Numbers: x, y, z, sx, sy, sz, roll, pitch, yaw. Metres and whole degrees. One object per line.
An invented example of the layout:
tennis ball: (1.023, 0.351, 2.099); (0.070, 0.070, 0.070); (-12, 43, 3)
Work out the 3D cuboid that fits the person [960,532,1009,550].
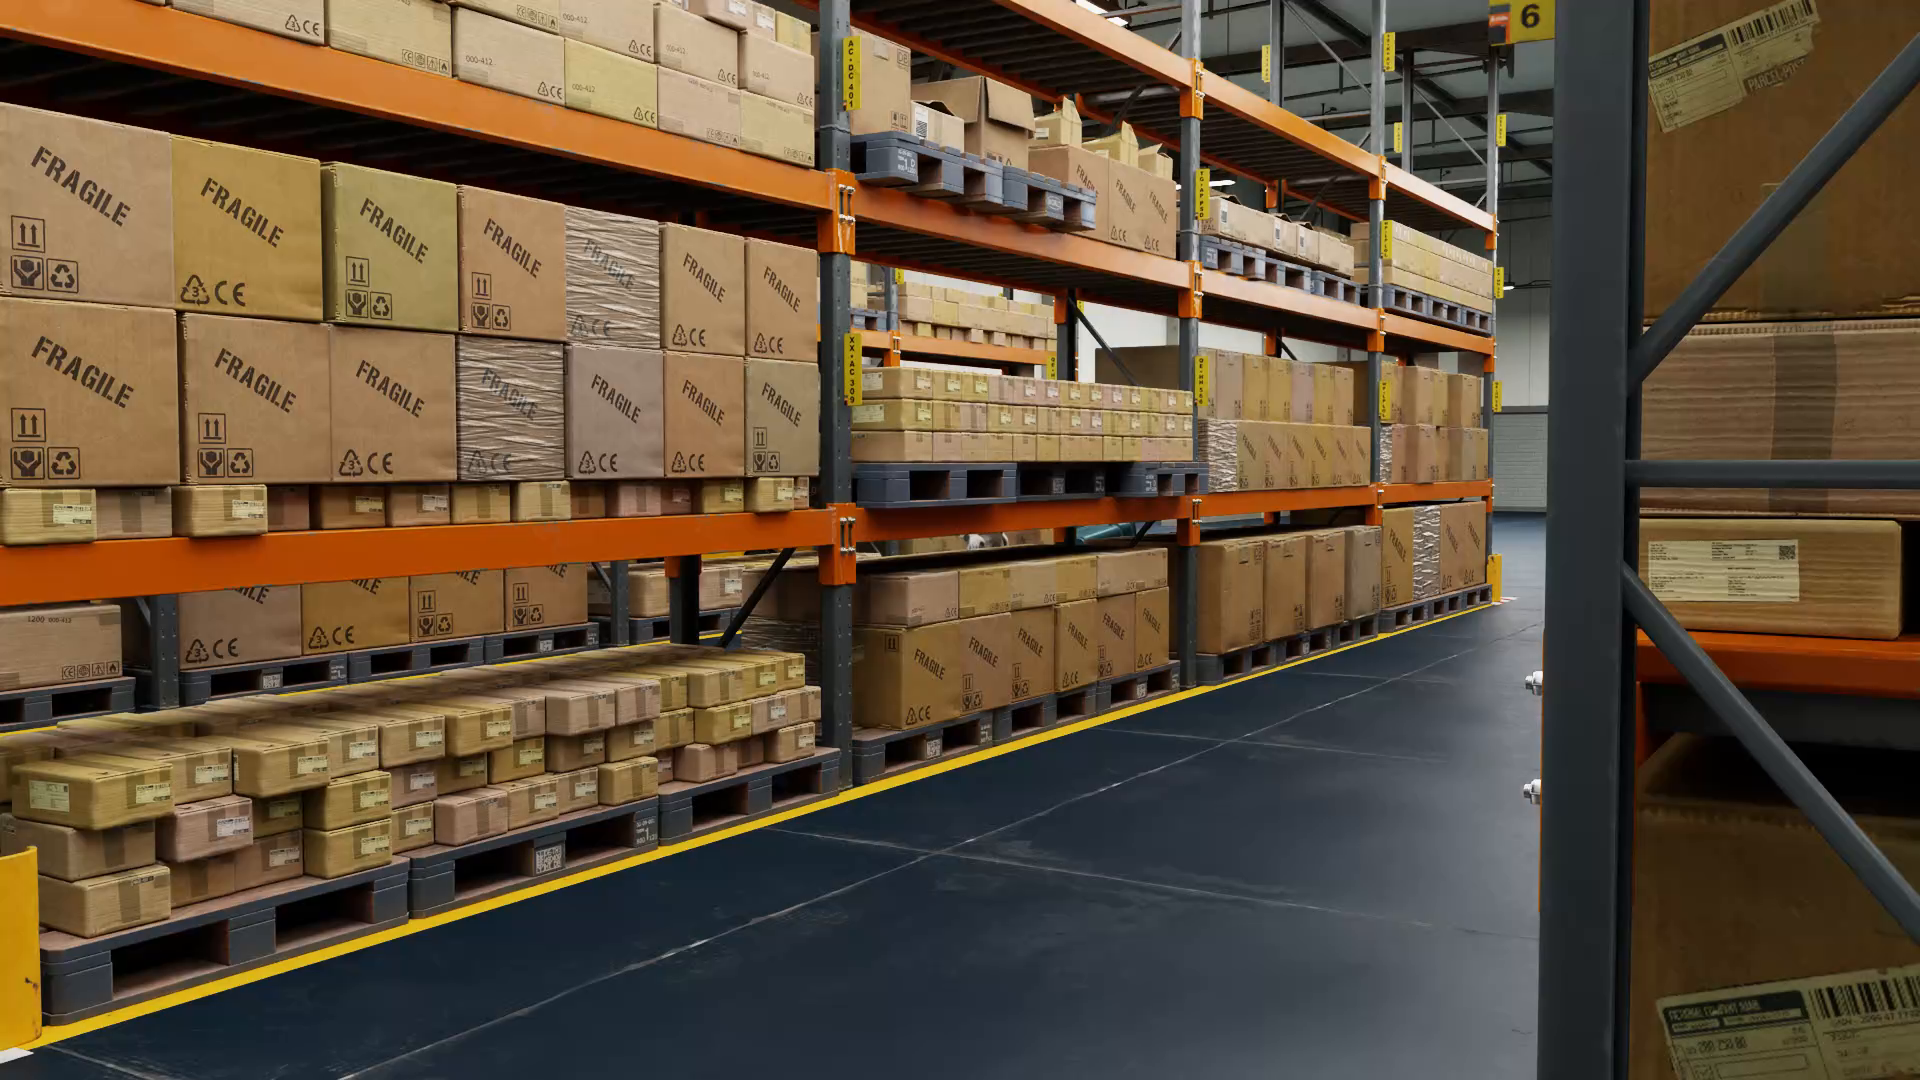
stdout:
person: (0.227, -0.016, 13.515); (0.452, 1.778, 0.613); (1, 3, 28)
